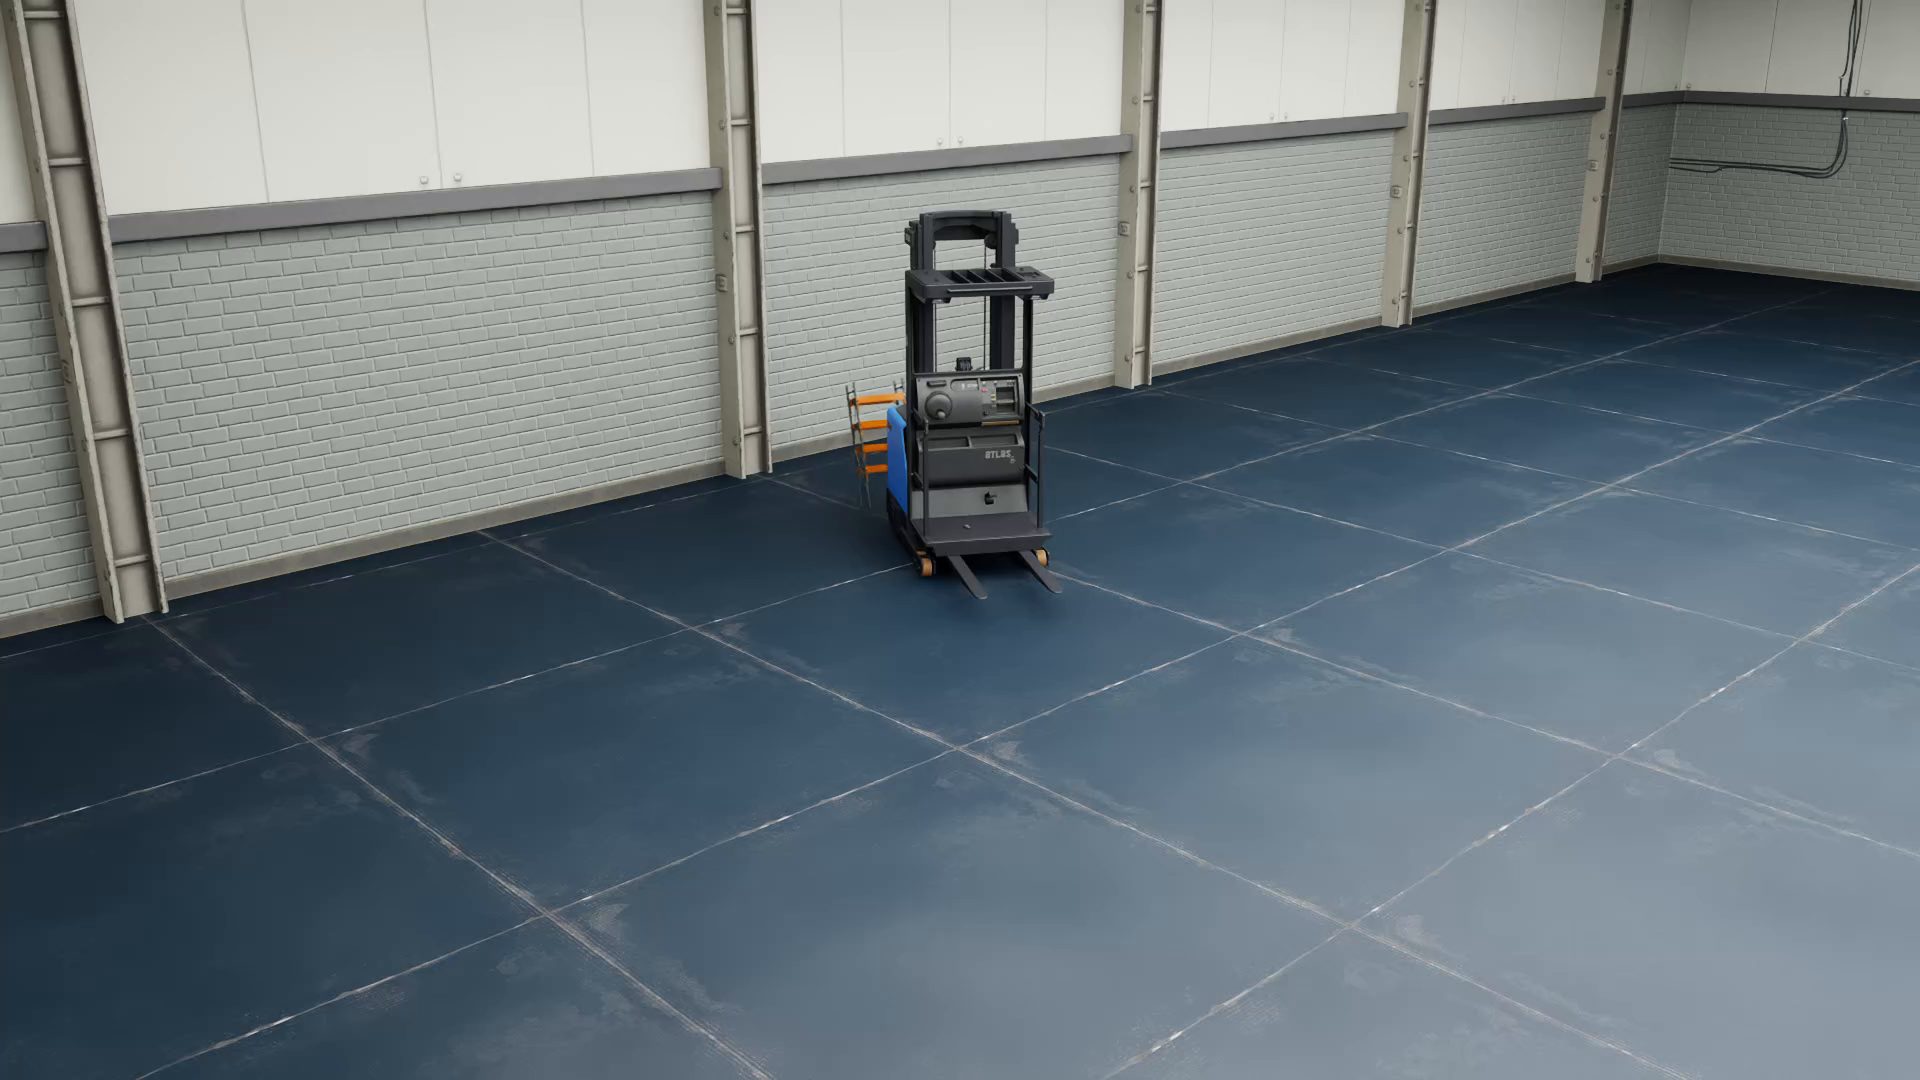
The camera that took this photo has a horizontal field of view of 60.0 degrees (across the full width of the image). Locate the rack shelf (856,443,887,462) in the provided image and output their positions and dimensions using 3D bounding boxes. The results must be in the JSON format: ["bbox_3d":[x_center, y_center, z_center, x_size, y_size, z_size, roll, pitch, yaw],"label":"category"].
[{"bbox_3d":[-0.730,-0.847,15.815,0.480,0.148,0.258,-7,0,-22],"label":"rack shelf"}]

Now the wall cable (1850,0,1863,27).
[{"bbox_3d":[15.807,-9.436,26.344,0.112,2.526,3.097,-16,24,-41],"label":"wall cable"}]

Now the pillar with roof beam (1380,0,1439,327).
[{"bbox_3d":[9.497,-6.553,20.606,0.400,9.000,9.100,-16,24,-41],"label":"pillar with roof beam"}]

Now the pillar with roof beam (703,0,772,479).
[{"bbox_3d":[0.778,-4.010,12.763,0.400,9.000,9.100,-16,24,-41],"label":"pillar with roof beam"}]

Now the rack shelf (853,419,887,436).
[{"bbox_3d":[-0.759,-1.069,15.816,0.480,0.148,0.258,-7,0,-22],"label":"rack shelf"}]

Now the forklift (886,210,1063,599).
[{"bbox_3d":[0.138,-1.207,13.955,1.130,2.935,3.031,-4,18,-12],"label":"forklift"}]

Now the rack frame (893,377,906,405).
[{"bbox_3d":[-0.515,-0.943,15.908,0.015,1.200,0.240,-7,0,-22],"label":"rack frame"}]

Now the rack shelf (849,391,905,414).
[{"bbox_3d":[-0.790,-1.304,15.817,0.480,0.148,0.258,-7,0,-22],"label":"rack shelf"}]

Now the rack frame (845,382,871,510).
[{"bbox_3d":[-0.963,-0.885,15.723,0.015,1.200,0.240,-7,0,-22],"label":"rack frame"}]

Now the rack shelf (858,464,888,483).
[{"bbox_3d":[-0.704,-0.651,15.815,0.480,0.148,0.258,-7,0,-22],"label":"rack shelf"}]

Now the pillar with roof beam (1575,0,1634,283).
[{"bbox_3d":[13.857,-7.824,24.527,0.400,9.000,9.100,-16,24,-41],"label":"pillar with roof beam"}]

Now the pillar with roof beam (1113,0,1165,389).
[{"bbox_3d":[5.137,-5.282,16.684,0.400,9.000,9.100,-16,24,-41],"label":"pillar with roof beam"}]

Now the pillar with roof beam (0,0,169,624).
[{"bbox_3d":[-3.582,-2.739,8.842,0.400,9.000,9.100,-16,24,-41],"label":"pillar with roof beam"}]

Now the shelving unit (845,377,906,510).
[{"bbox_3d":[-0.739,-0.914,15.816,0.503,1.200,0.258,-7,0,-22],"label":"shelving unit"}]

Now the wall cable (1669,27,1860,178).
[{"bbox_3d":[13.948,-7.640,28.993,0.112,2.526,3.097,-16,24,-41],"label":"wall cable"}]
